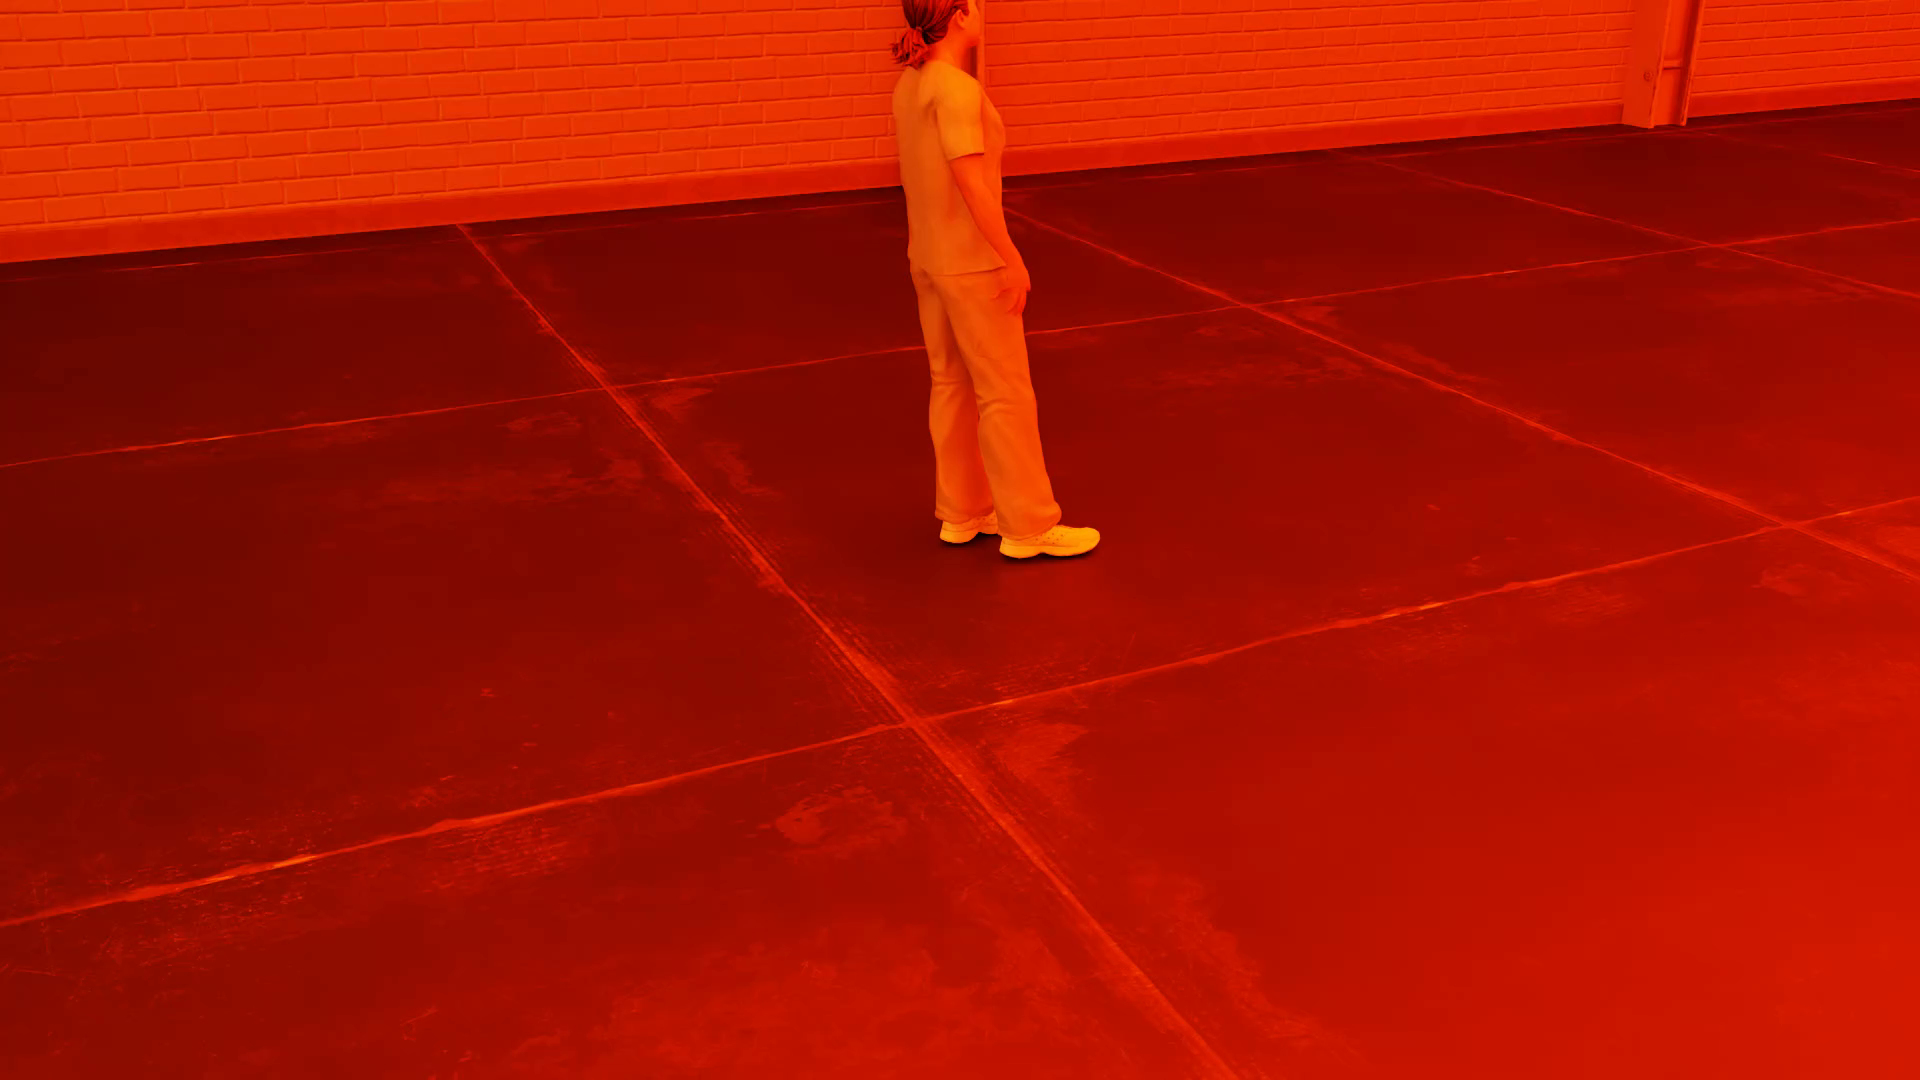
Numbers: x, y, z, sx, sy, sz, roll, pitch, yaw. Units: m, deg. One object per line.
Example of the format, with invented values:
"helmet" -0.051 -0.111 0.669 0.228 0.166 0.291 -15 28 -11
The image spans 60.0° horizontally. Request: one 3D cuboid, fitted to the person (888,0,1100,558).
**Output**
"person" 0.072 -0.788 4.800 0.549 1.675 0.549 -10 25 -23
